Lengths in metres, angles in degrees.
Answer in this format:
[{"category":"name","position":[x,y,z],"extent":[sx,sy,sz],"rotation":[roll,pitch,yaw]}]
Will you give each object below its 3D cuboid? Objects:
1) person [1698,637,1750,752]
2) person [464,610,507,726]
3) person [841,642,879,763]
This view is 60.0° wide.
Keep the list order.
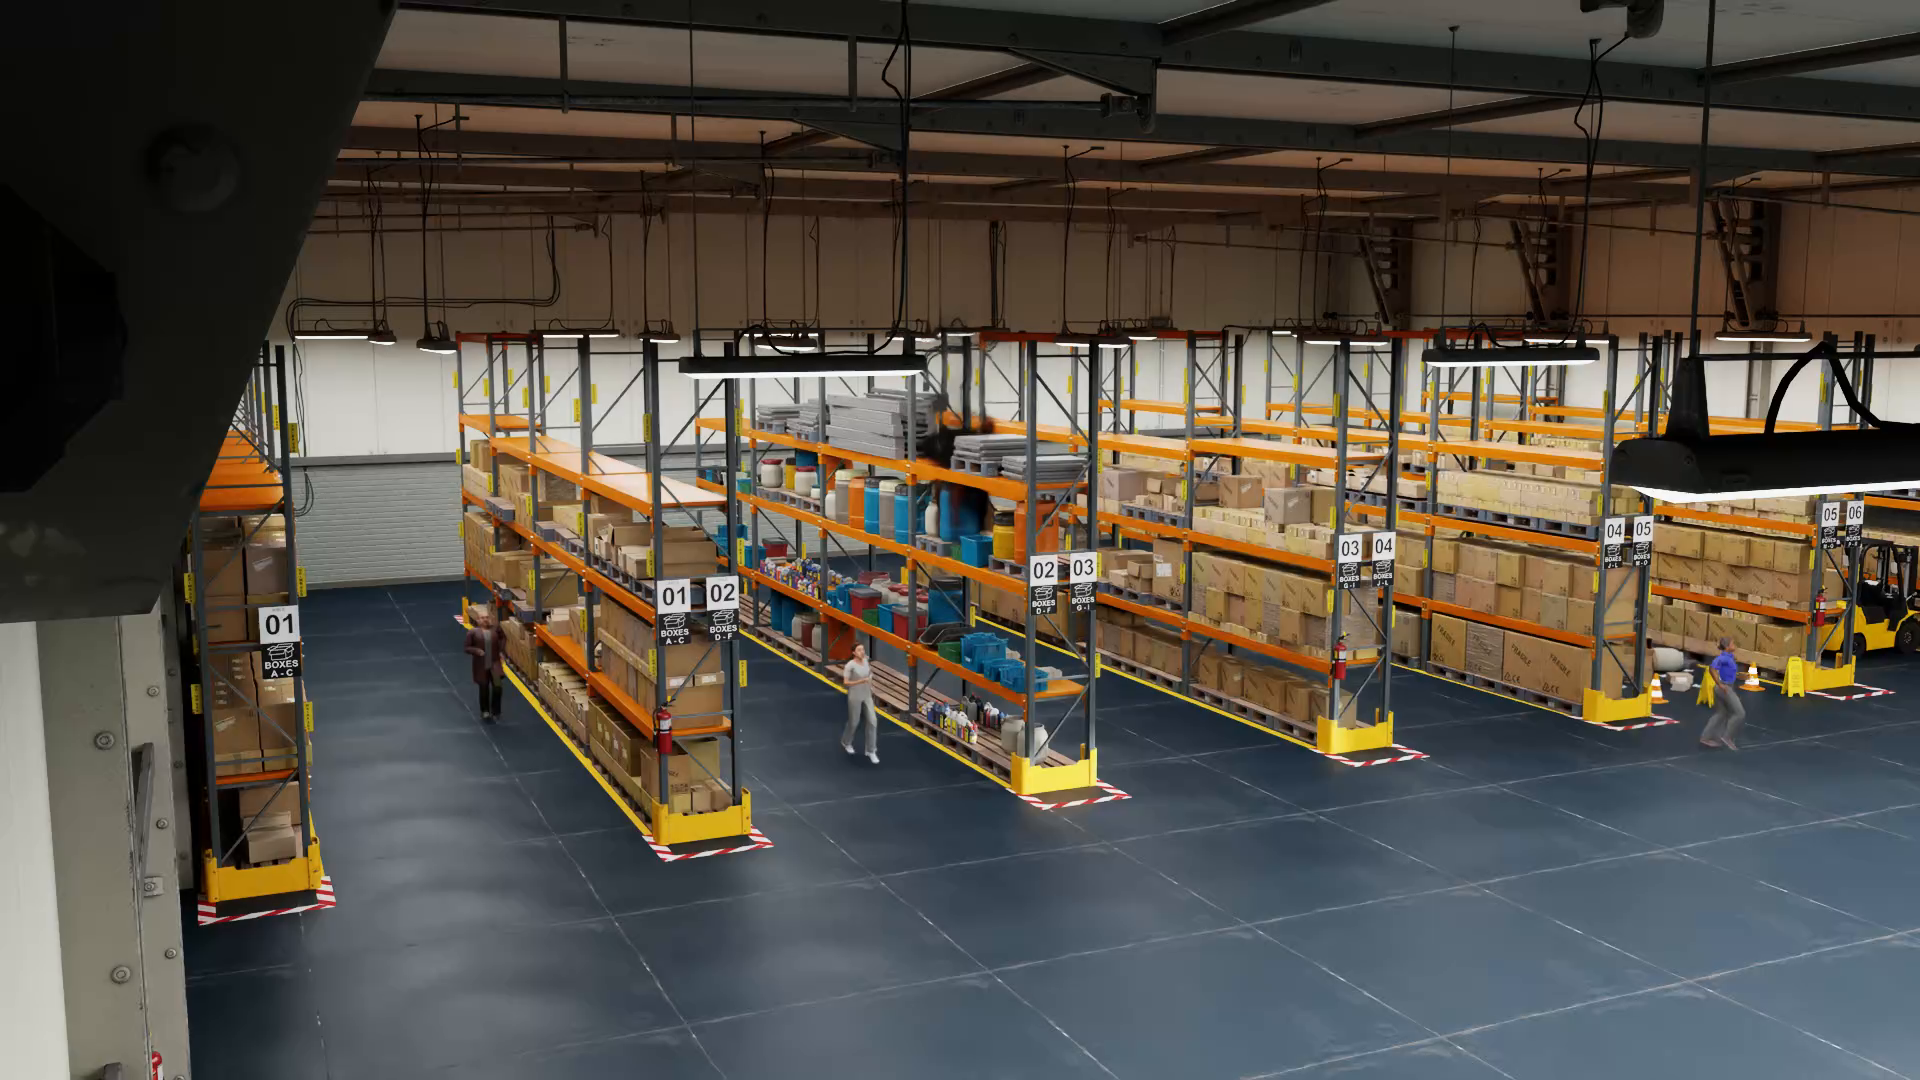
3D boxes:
[{"category":"person","position":[11.222,2.255,24.366],"extent":[0.623,1.682,0.562],"rotation":[3,8,21]},{"category":"person","position":[-7.342,1.992,25.826],"extent":[0.682,1.824,0.811],"rotation":[-3,8,-23]},{"category":"person","position":[-1.439,2.289,23.753],"extent":[0.554,1.700,0.807],"rotation":[-5,9,-34]}]
